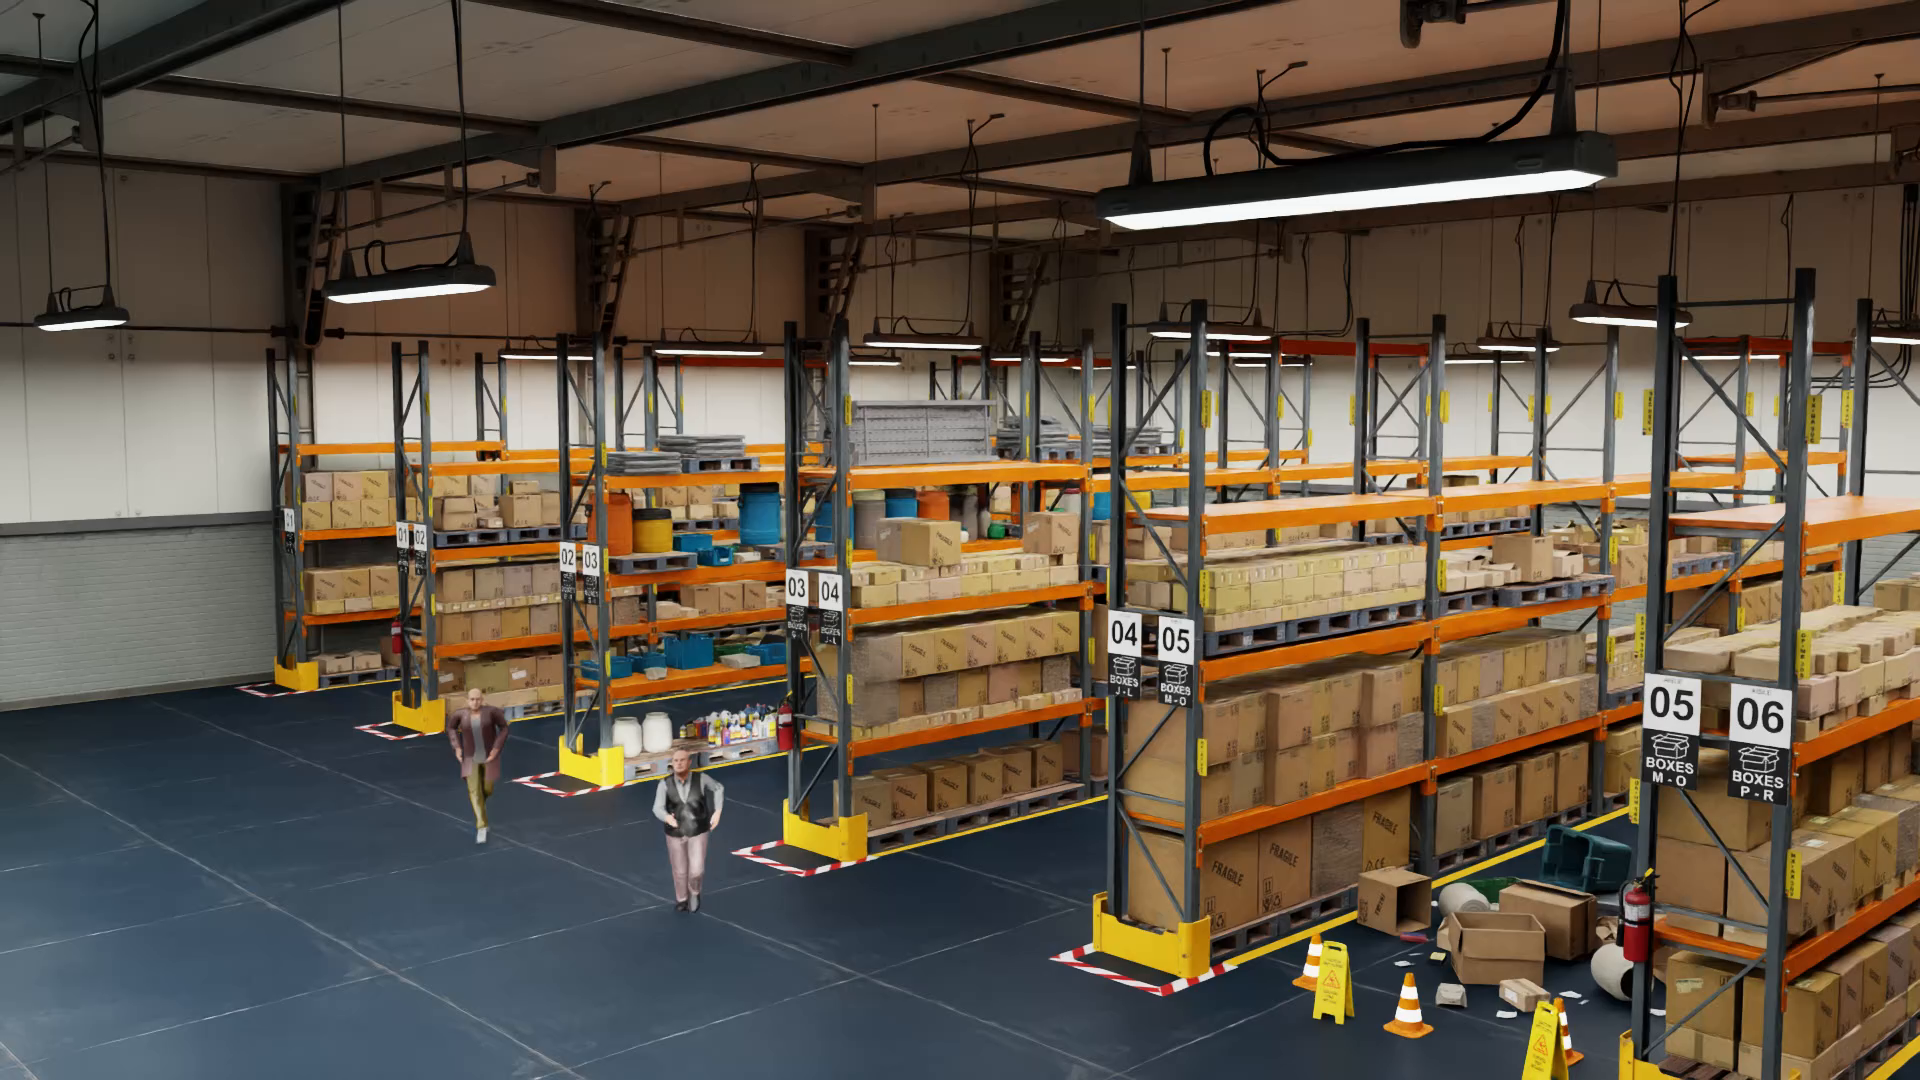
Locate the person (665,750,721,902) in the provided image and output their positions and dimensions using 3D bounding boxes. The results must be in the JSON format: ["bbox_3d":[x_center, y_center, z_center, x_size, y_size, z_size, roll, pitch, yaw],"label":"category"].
[{"bbox_3d":[-2.635,2.862,16.363,0.560,1.610,0.792,0,5,-3],"label":"person"}]

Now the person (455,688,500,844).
[{"bbox_3d":[-5.699,2.611,19.703,0.670,1.770,1.119,-1,5,-17],"label":"person"}]
